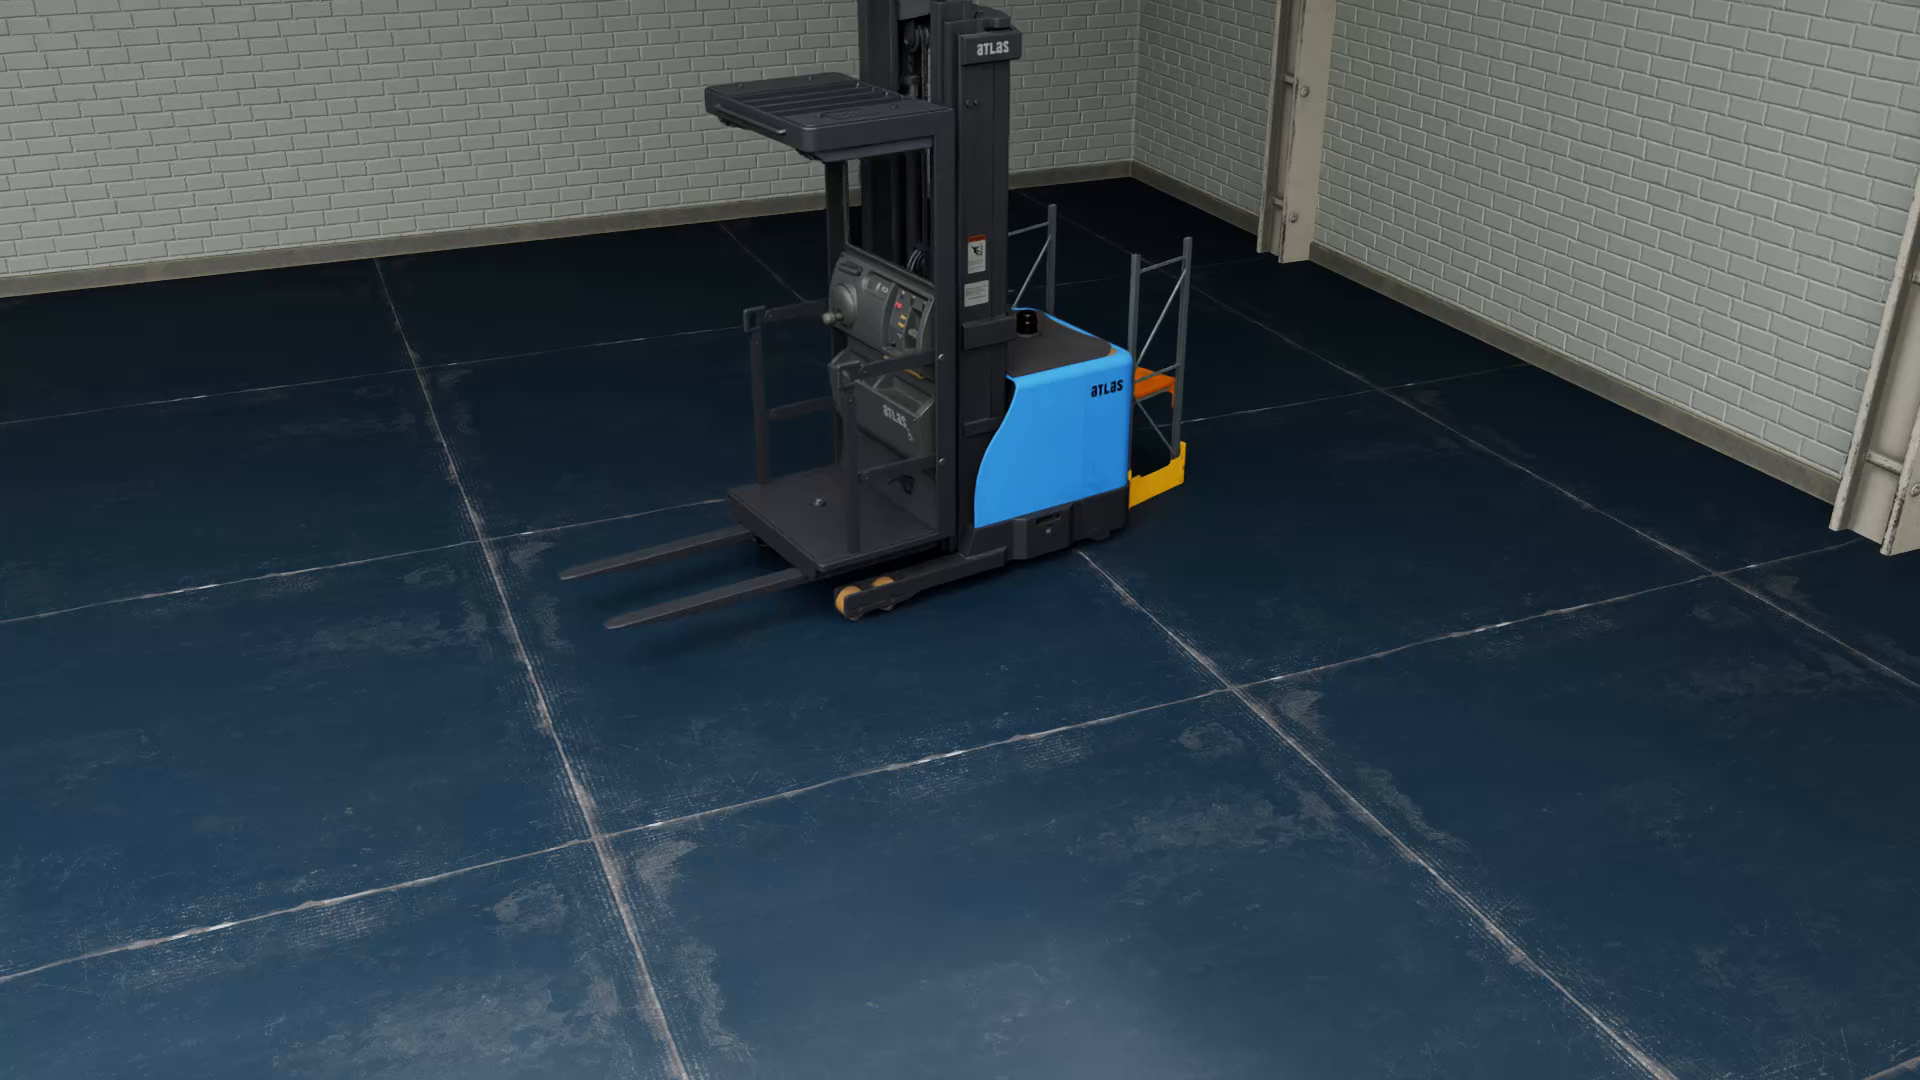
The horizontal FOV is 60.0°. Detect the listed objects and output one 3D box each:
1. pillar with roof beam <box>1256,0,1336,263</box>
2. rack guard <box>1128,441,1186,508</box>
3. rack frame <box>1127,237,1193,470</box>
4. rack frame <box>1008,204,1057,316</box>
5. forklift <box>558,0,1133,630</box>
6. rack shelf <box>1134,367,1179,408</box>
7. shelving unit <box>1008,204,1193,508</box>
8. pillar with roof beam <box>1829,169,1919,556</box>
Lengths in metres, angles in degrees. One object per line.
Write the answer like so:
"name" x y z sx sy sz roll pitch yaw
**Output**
"pillar with roof beam" -1.186 -5.746 10.761 9.100 9.000 0.400 -11 28 -21
"rack guard" 1.114 -0.381 9.746 0.087 0.250 0.587 24 35 39
"rack frame" 1.115 -0.942 9.471 0.032 1.500 0.500 24 35 39
"rack frame" 0.393 -1.257 10.114 0.032 1.500 0.500 24 35 39
"forklift" -0.576 -1.178 8.323 3.031 2.935 1.130 -16 30 -29
"rack shelf" 0.754 -0.938 9.871 1.000 0.185 0.538 24 35 39
"shelving unit" 0.760 -1.097 9.787 1.083 1.500 0.587 24 35 39
"pillar with roof beam" 1.164 -3.323 5.800 9.100 9.000 0.400 -11 28 -21
